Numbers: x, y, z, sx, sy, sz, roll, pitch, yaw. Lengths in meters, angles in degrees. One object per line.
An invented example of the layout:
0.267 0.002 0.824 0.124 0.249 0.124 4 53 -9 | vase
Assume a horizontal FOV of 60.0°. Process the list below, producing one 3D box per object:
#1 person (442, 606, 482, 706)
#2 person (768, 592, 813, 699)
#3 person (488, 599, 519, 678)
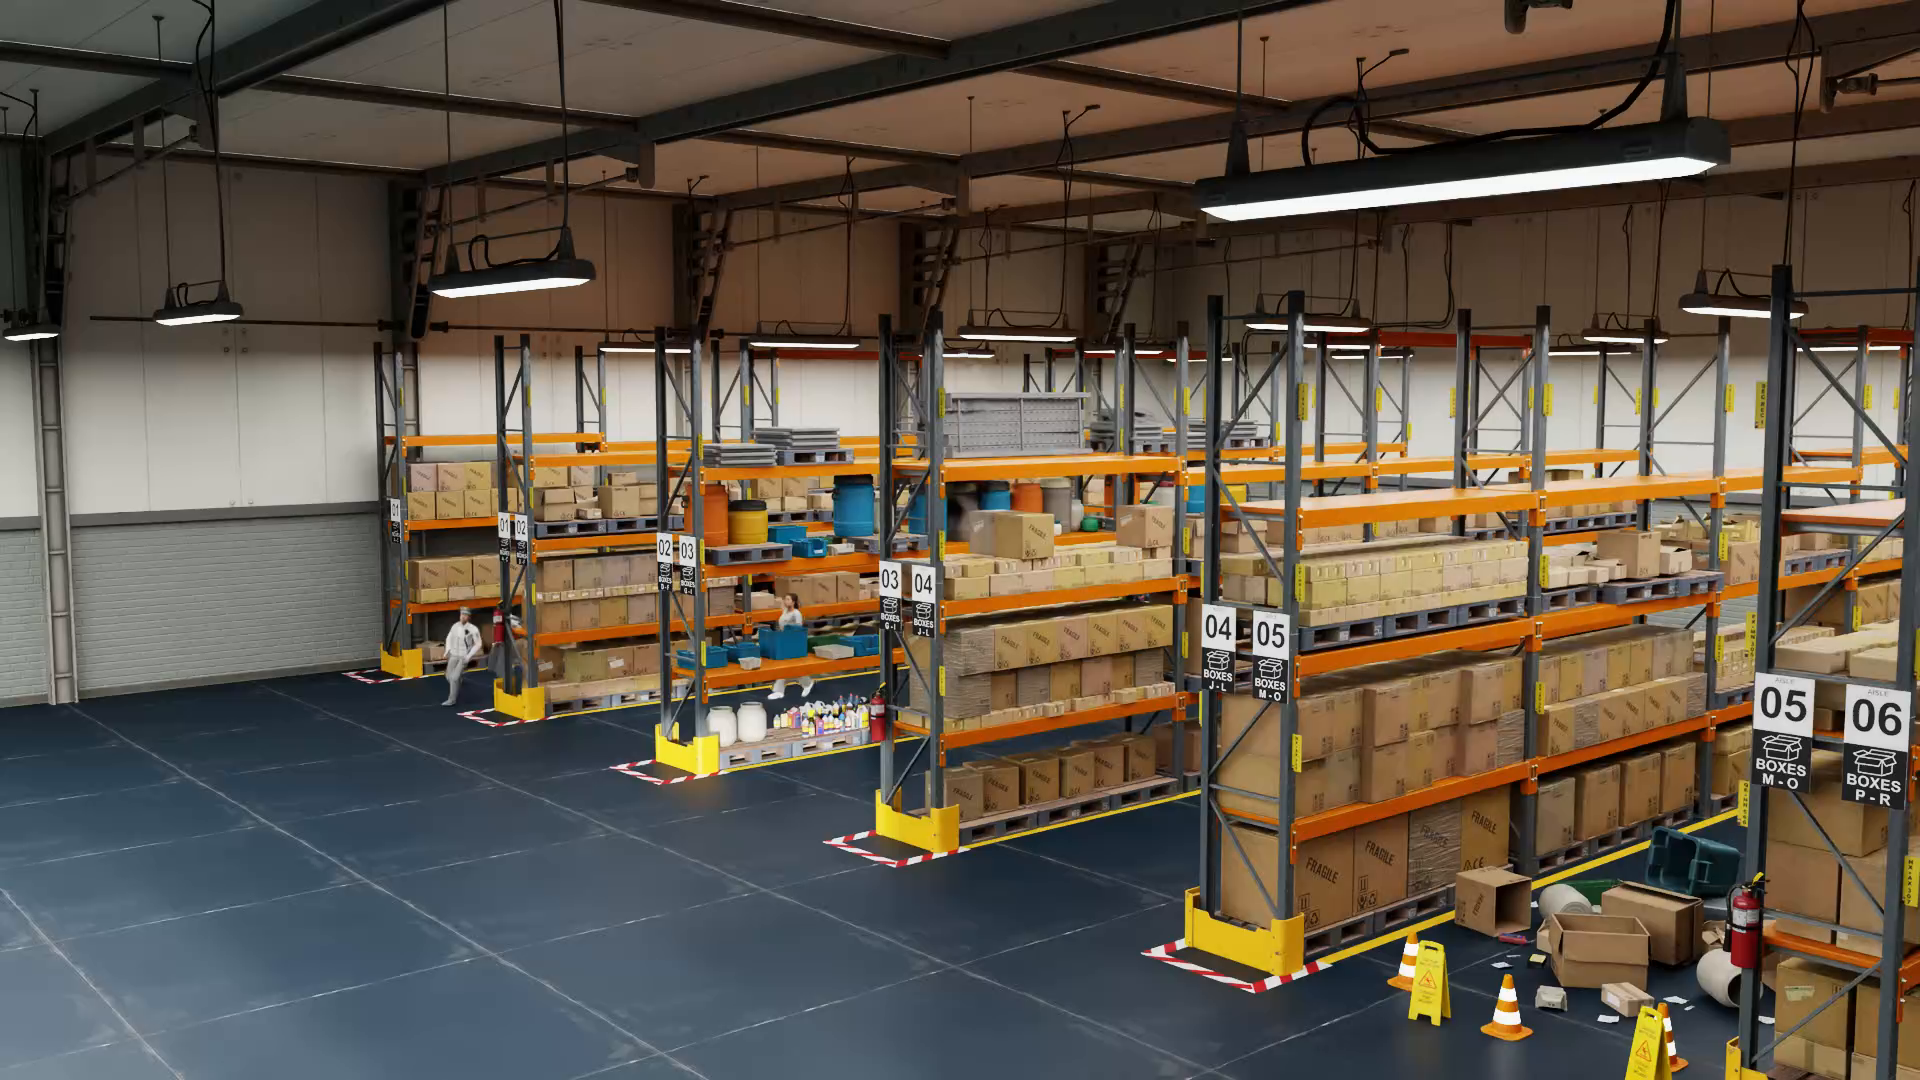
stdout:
-8.123 1.884 27.178 0.650 1.617 0.516 1 5 11 | person
-2.691 1.660 26.190 0.848 1.670 0.575 -5 7 -45 | person
-7.684 1.765 28.014 0.543 1.574 0.475 3 6 28 | person
